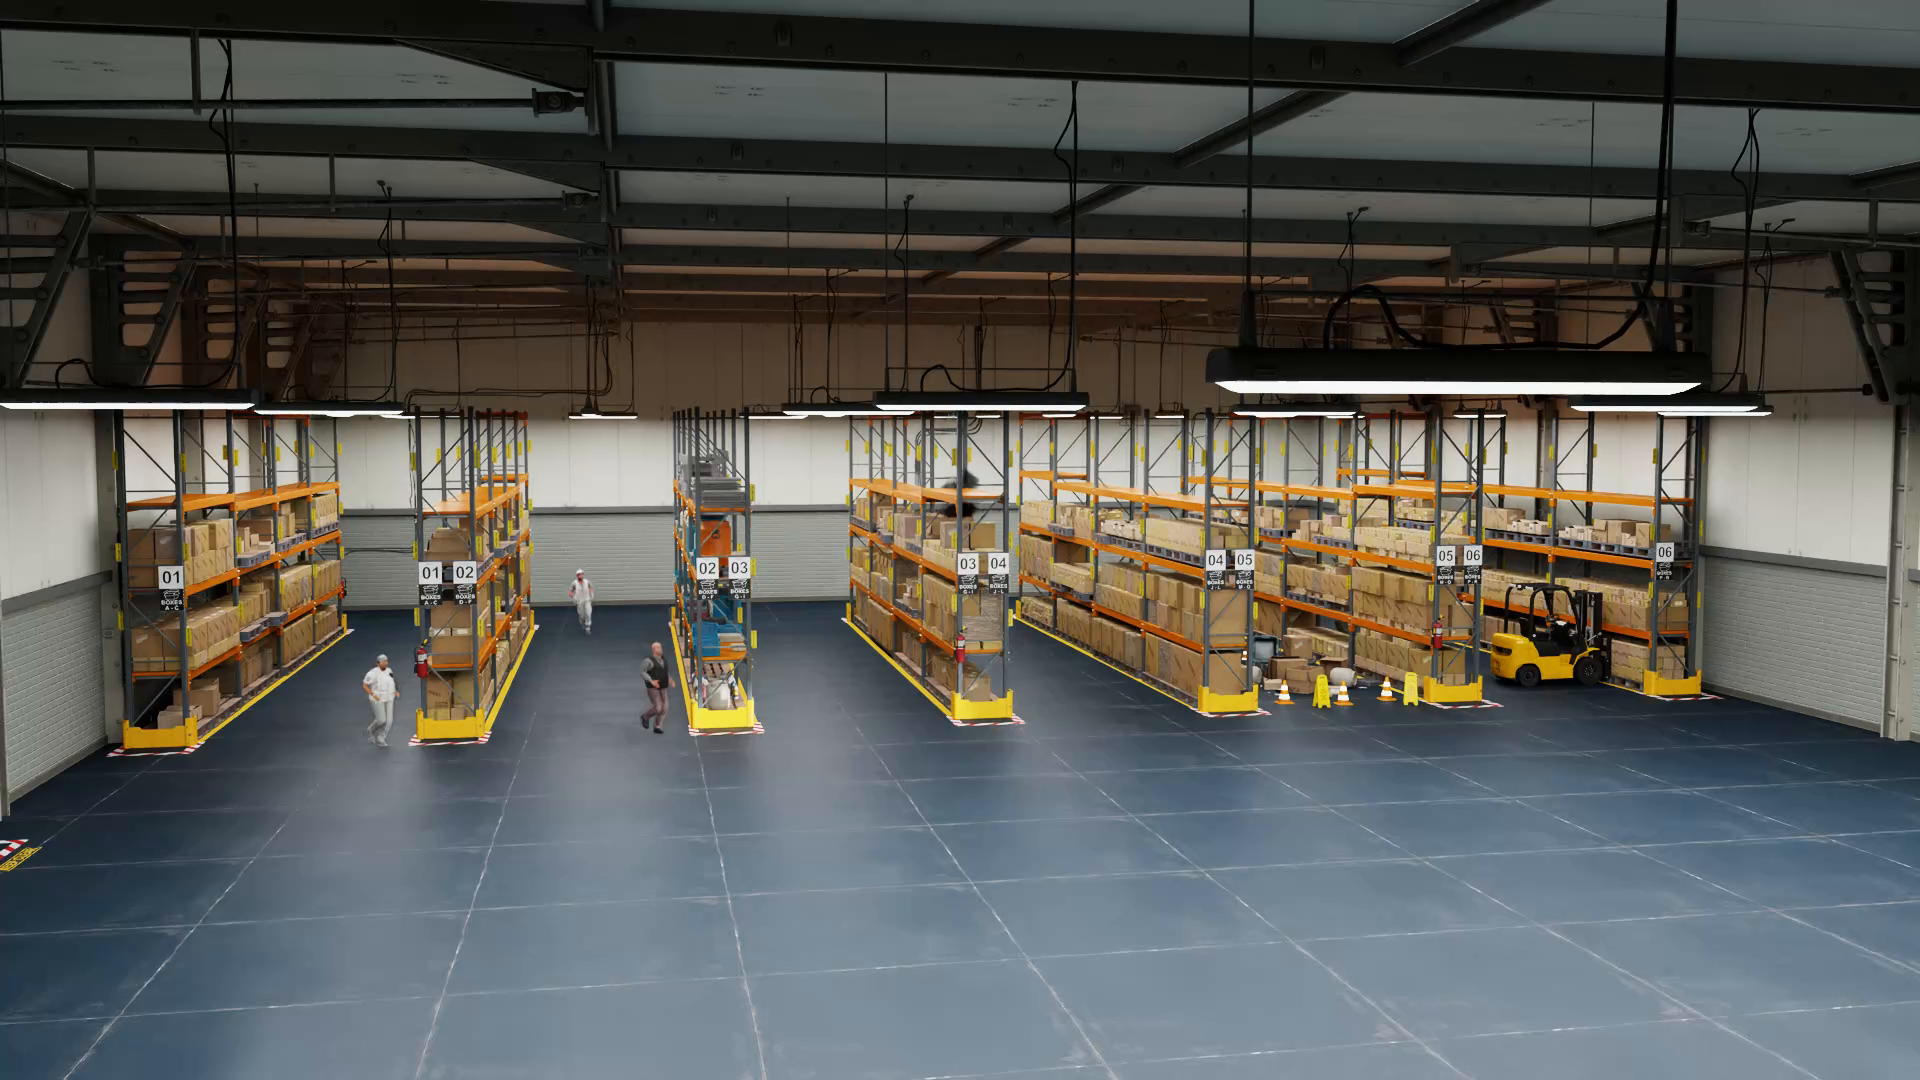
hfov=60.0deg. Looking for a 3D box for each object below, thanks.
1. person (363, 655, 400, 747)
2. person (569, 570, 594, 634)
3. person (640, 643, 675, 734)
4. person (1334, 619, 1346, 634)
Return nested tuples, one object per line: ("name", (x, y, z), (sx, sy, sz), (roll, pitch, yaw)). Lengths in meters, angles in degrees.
("person", (-10.152, 2.830, 29.281), (0.496, 1.621, 0.586), (3, 5, 37))
("person", (-10.232, 1.675, 45.006), (0.689, 1.742, 0.658), (-2, 4, -25))
("person", (-5.566, 2.714, 30.508), (0.580, 1.677, 0.646), (3, 5, 39))
("person", (9.897, 1.749, 43.431), (0.672, 1.849, 0.855), (-1, 4, -19))
